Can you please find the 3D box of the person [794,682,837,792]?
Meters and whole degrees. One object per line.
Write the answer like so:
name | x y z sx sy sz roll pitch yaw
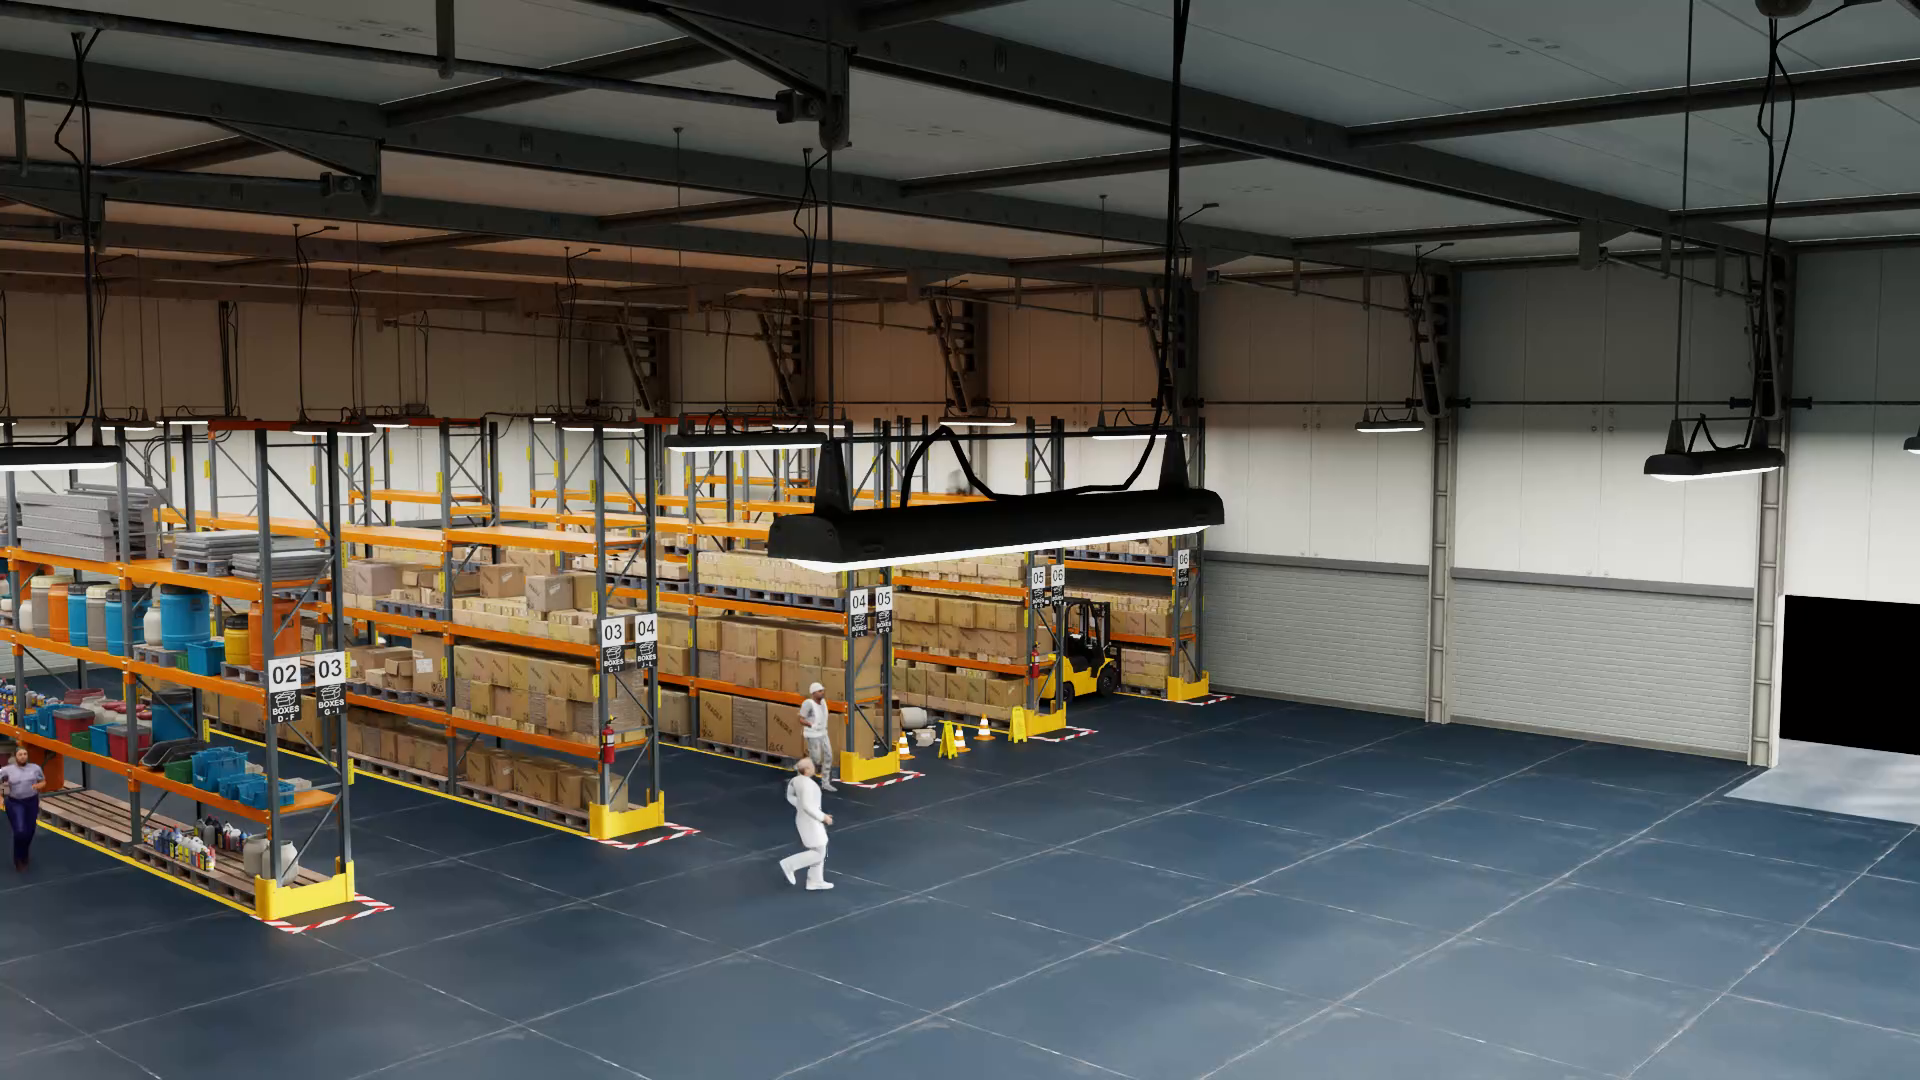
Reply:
person | -2.384 3.205 27.185 0.814 1.774 0.701 3 6 34

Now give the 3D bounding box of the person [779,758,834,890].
person | -2.003 3.684 21.490 0.756 1.743 0.711 -2 5 -23

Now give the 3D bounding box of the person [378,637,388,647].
person | -11.329 2.770 32.580 0.586 1.729 0.659 3 6 32

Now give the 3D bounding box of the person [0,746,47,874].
person | -12.716 3.643 22.553 0.741 1.707 0.577 4 6 40
